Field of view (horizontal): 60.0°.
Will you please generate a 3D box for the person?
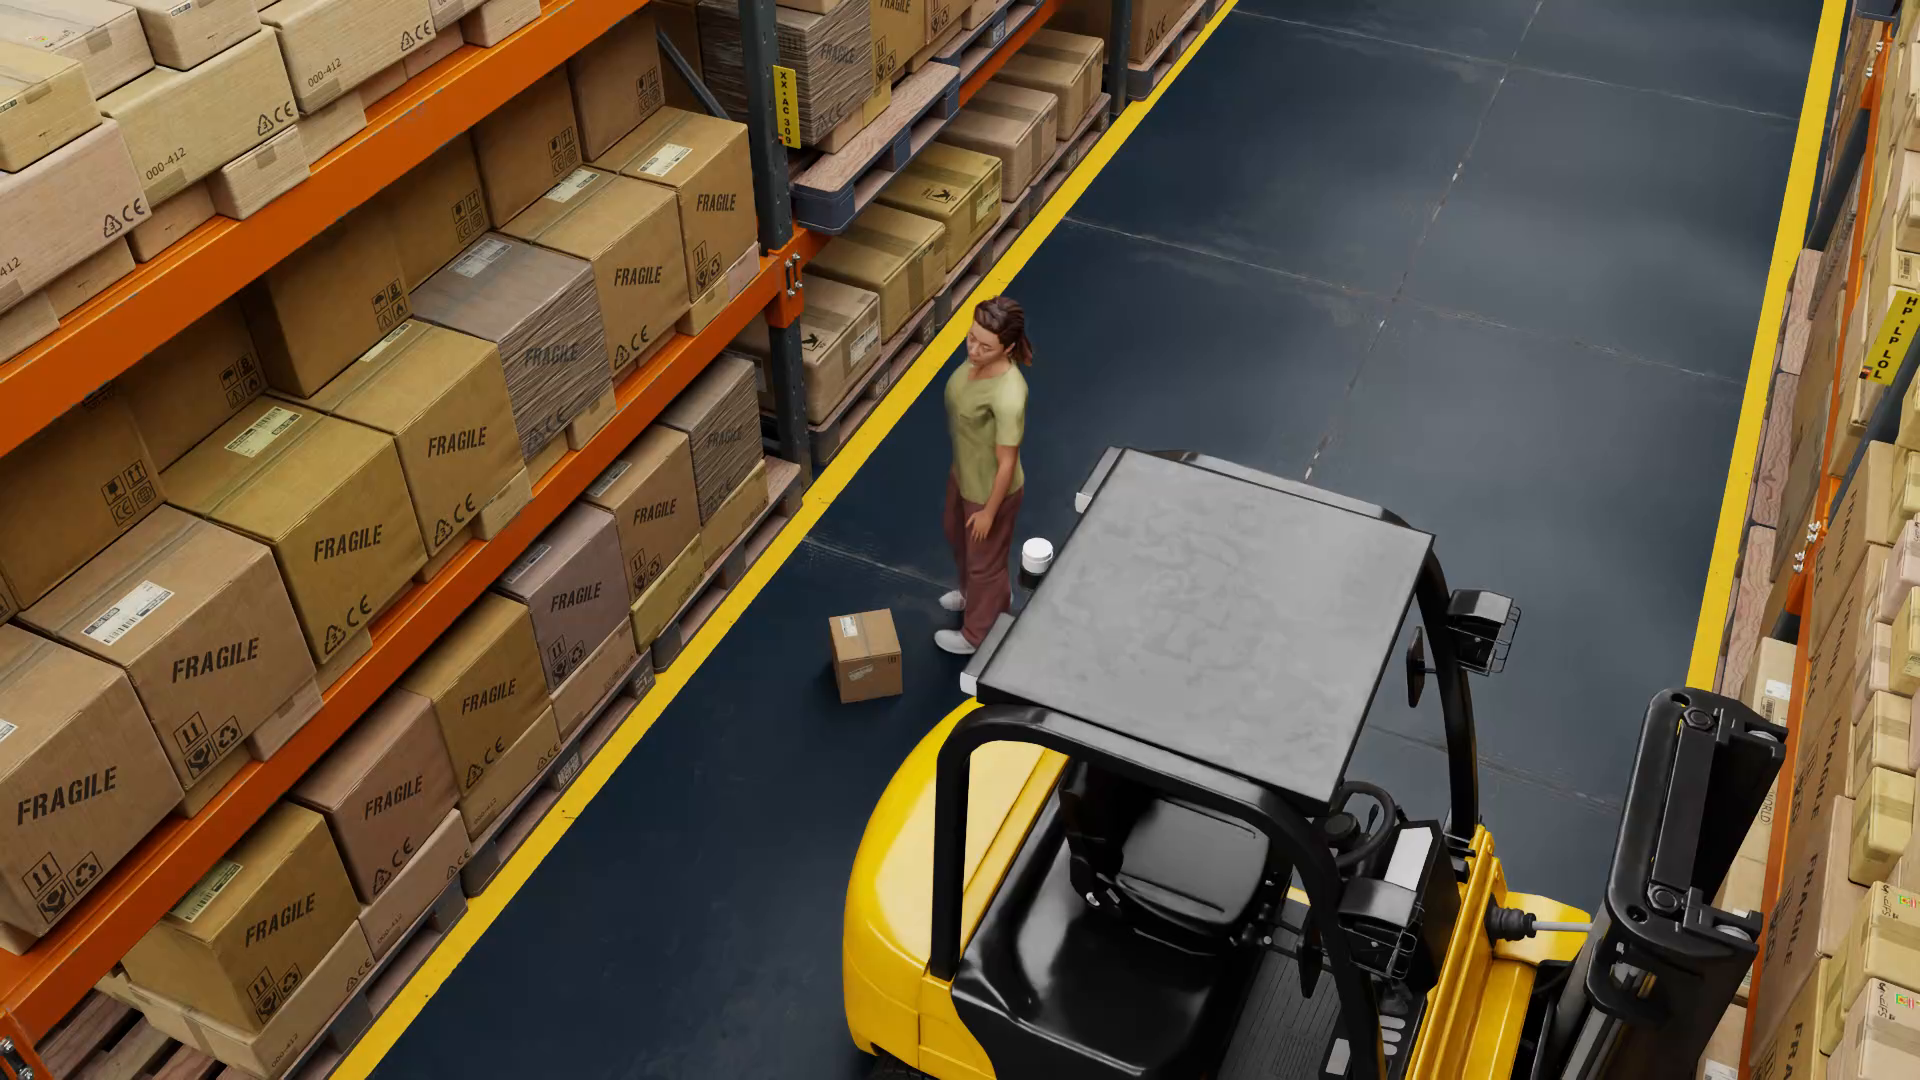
[{"bbox_3d":[0.081,-0.220,6.407,0.396,1.705,0.514,-8,43,-8],"label":"person"}]
